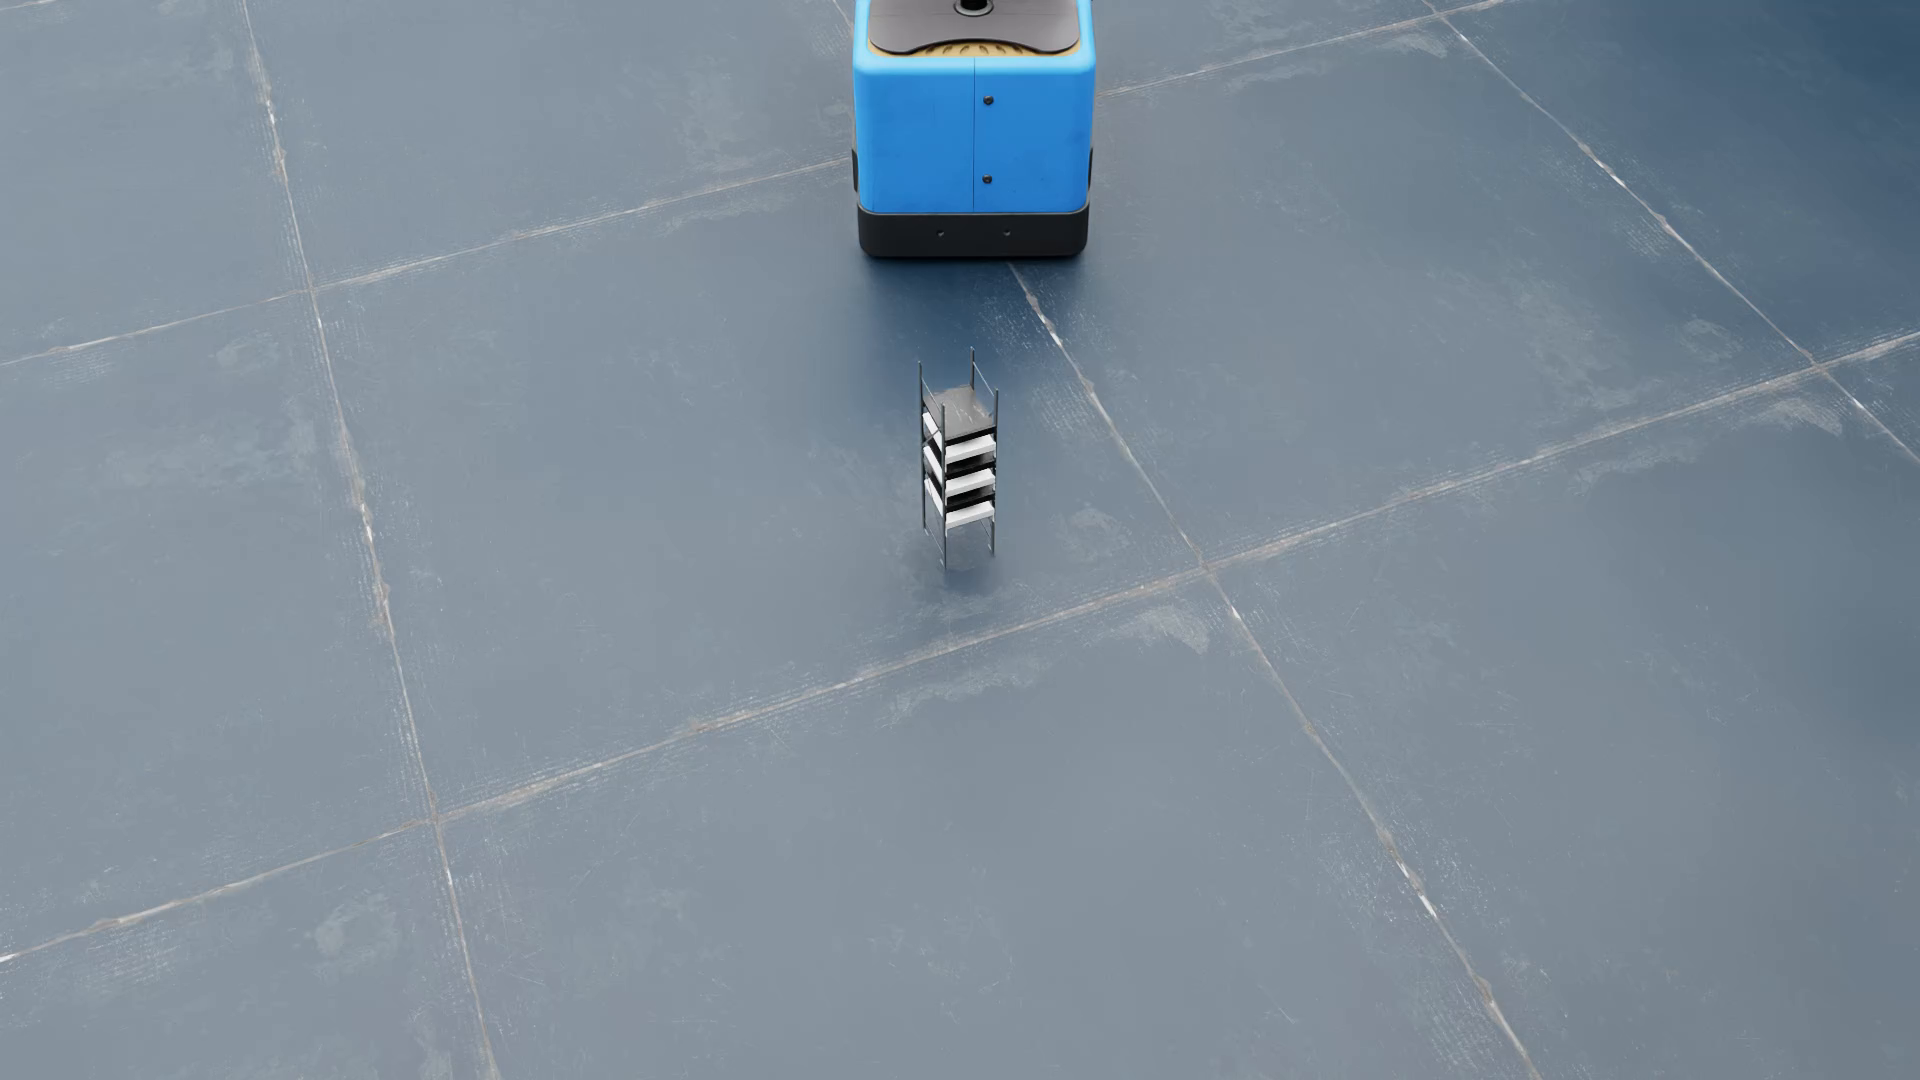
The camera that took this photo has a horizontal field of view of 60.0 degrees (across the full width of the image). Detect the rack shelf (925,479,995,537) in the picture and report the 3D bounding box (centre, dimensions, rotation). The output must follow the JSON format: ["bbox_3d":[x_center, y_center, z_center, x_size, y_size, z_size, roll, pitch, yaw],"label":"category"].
[{"bbox_3d":[-0.008,-0.152,6.409,0.200,0.077,0.258,-17,52,-14],"label":"rack shelf"}]

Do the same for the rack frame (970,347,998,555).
[{"bbox_3d":[0.087,-0.320,6.272,0.006,0.900,0.240,-17,52,-14],"label":"rack frame"}]

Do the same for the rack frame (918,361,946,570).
[{"bbox_3d":[-0.102,-0.262,6.222,0.006,0.900,0.240,-17,52,-14],"label":"rack frame"}]

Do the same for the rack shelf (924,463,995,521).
[{"bbox_3d":[-0.008,-0.211,6.341,0.200,0.077,0.258,-17,52,-14],"label":"rack shelf"}]

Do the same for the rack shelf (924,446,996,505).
[{"bbox_3d":[-0.008,-0.269,6.273,0.200,0.077,0.258,-17,52,-14],"label":"rack shelf"}]

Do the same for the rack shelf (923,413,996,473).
[{"bbox_3d":[-0.008,-0.386,6.136,0.200,0.077,0.258,-17,52,-14],"label":"rack shelf"}]

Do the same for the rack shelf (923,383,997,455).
[{"bbox_3d":[-0.008,-0.445,6.068,0.200,0.077,0.258,-17,52,-14],"label":"rack shelf"}]

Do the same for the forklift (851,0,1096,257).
[{"bbox_3d":[0.051,-3.355,7.540,1.130,2.935,3.031,0,49,0],"label":"forklift"}]

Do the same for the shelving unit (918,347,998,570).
[{"bbox_3d":[-0.008,-0.291,6.247,0.210,0.900,0.258,-17,52,-14],"label":"shelving unit"}]

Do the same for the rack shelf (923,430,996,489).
[{"bbox_3d":[-0.008,-0.328,6.204,0.200,0.077,0.258,-17,52,-14],"label":"rack shelf"}]
